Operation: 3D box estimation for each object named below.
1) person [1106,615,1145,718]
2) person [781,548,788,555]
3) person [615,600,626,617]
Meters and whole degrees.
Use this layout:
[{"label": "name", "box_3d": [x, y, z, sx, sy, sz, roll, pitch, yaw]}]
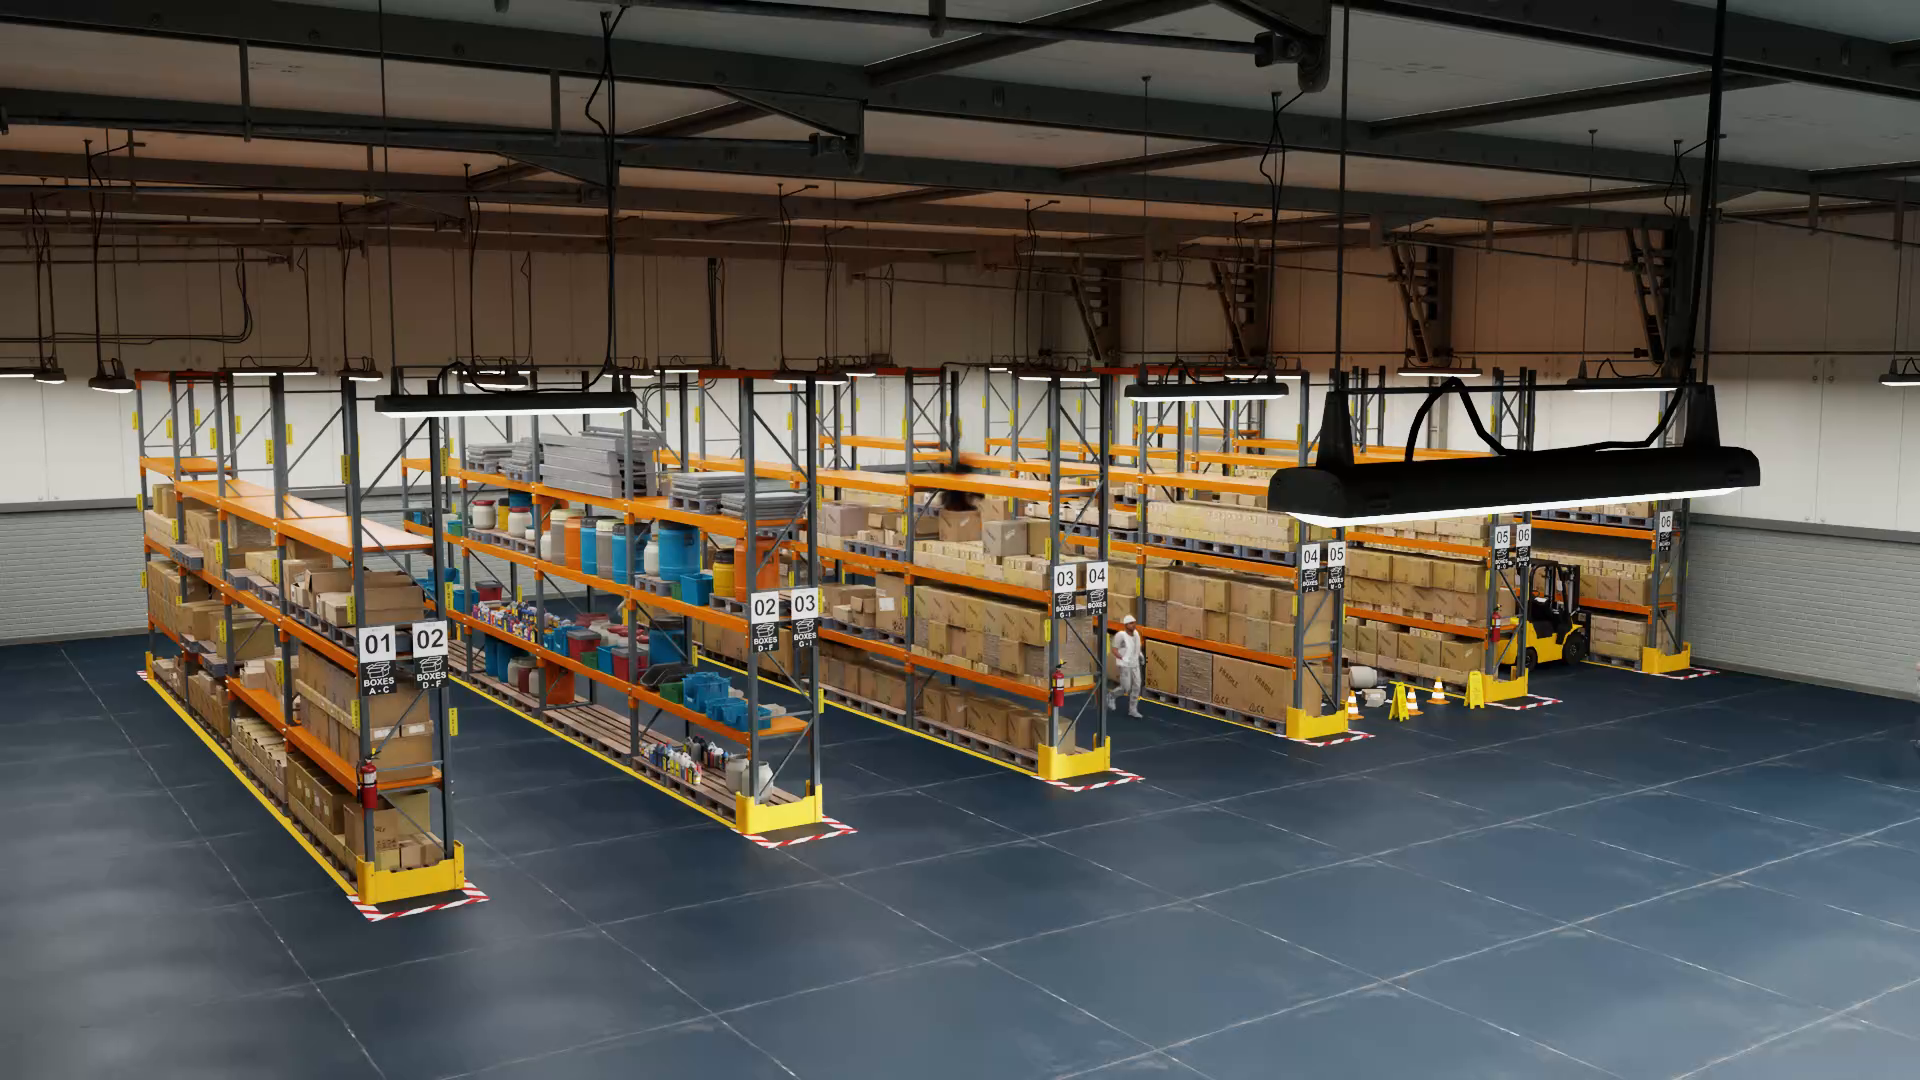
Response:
[{"label": "person", "box_3d": [2.911, 2.185, 29.003, 0.709, 1.775, 0.770, -5, 8, -39]}, {"label": "person", "box_3d": [-4.311, 0.968, 40.345, 0.604, 1.617, 0.606, 2, 7, 14]}, {"label": "person", "box_3d": [-7.642, 1.016, 39.318, 1.047, 1.707, 0.693, -3, 7, -24]}]
